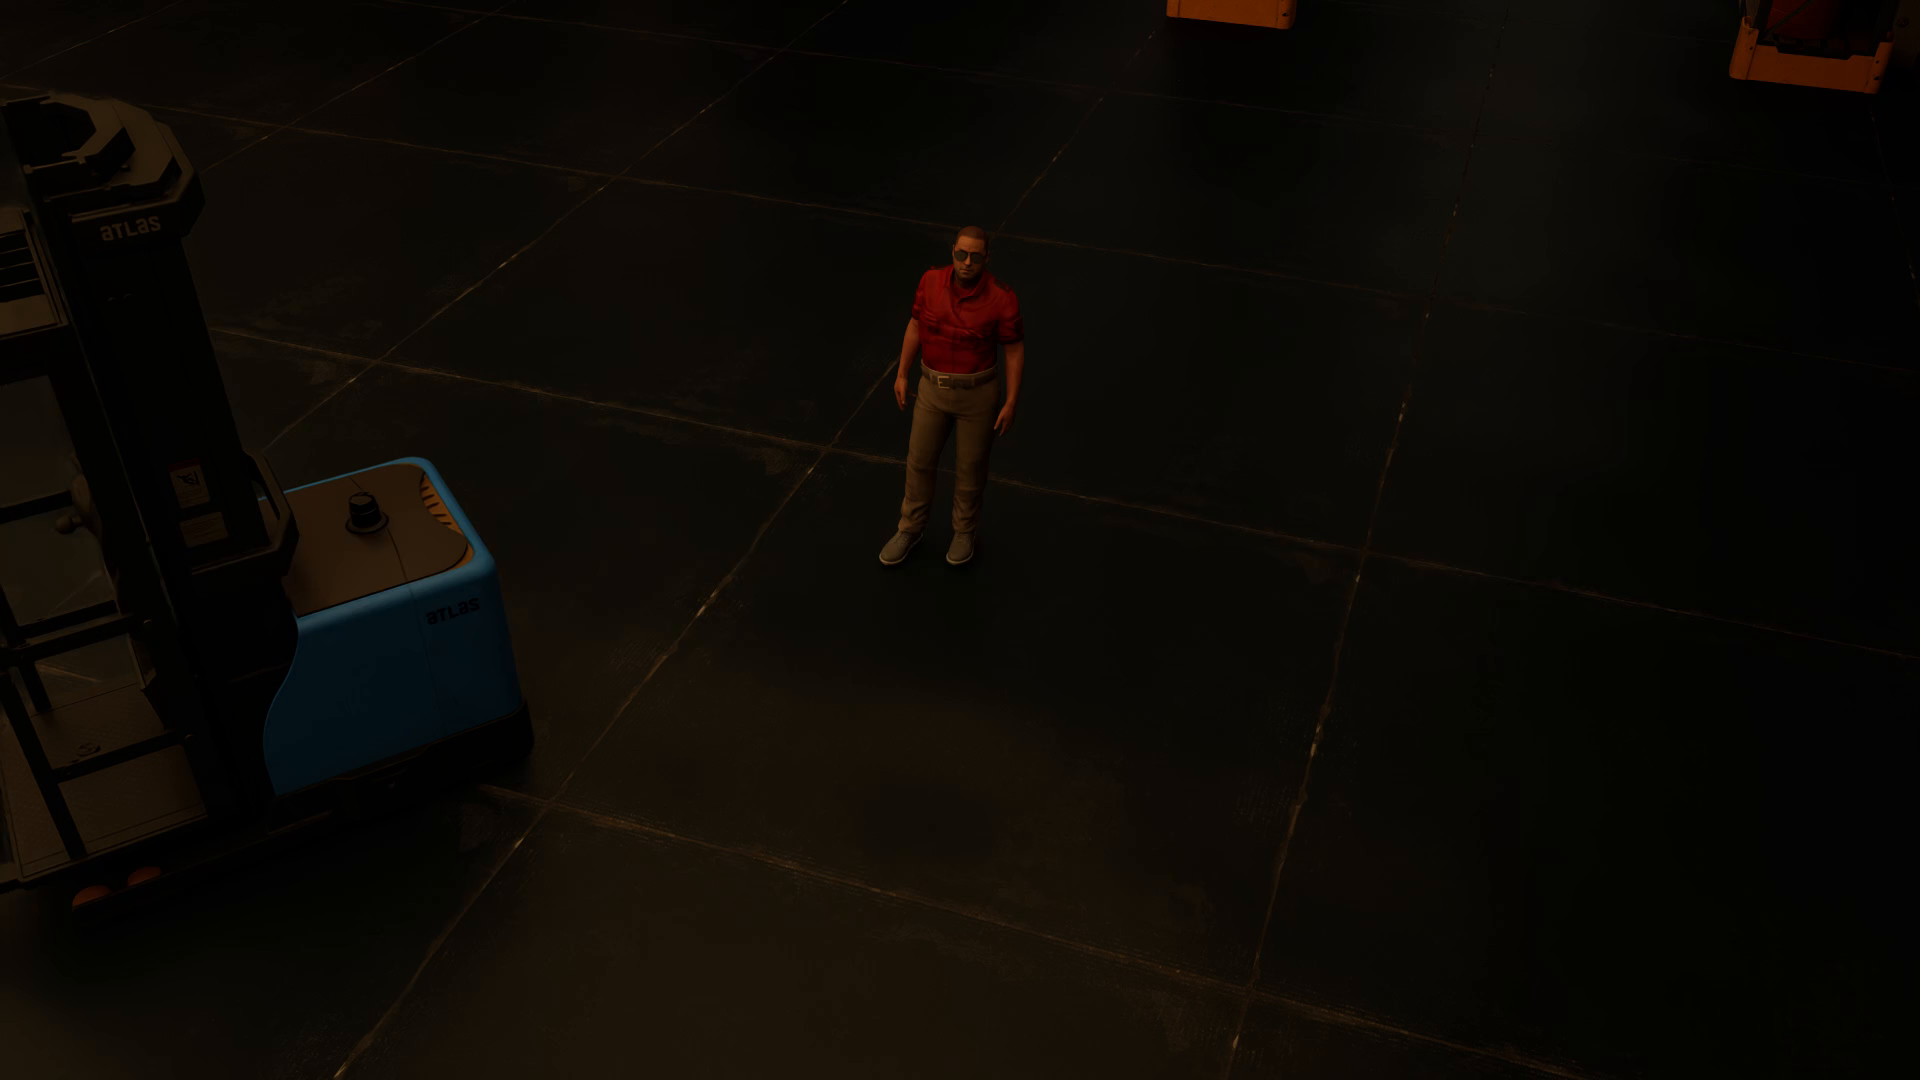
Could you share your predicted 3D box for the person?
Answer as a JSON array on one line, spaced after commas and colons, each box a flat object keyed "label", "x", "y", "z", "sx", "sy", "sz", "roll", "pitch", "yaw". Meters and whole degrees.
[{"label": "person", "x": -0.041, "y": -0.664, "z": 8.076, "sx": 0.640, "sy": 1.727, "sz": 0.551, "roll": 12, "pitch": 37, "yaw": 16}]

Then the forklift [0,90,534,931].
[{"label": "forklift", "x": -3.390, "y": -0.030, "z": 6.153, "sx": 3.031, "sy": 2.935, "sz": 1.130, "roll": -19, "pitch": 40, "yaw": -25}]
